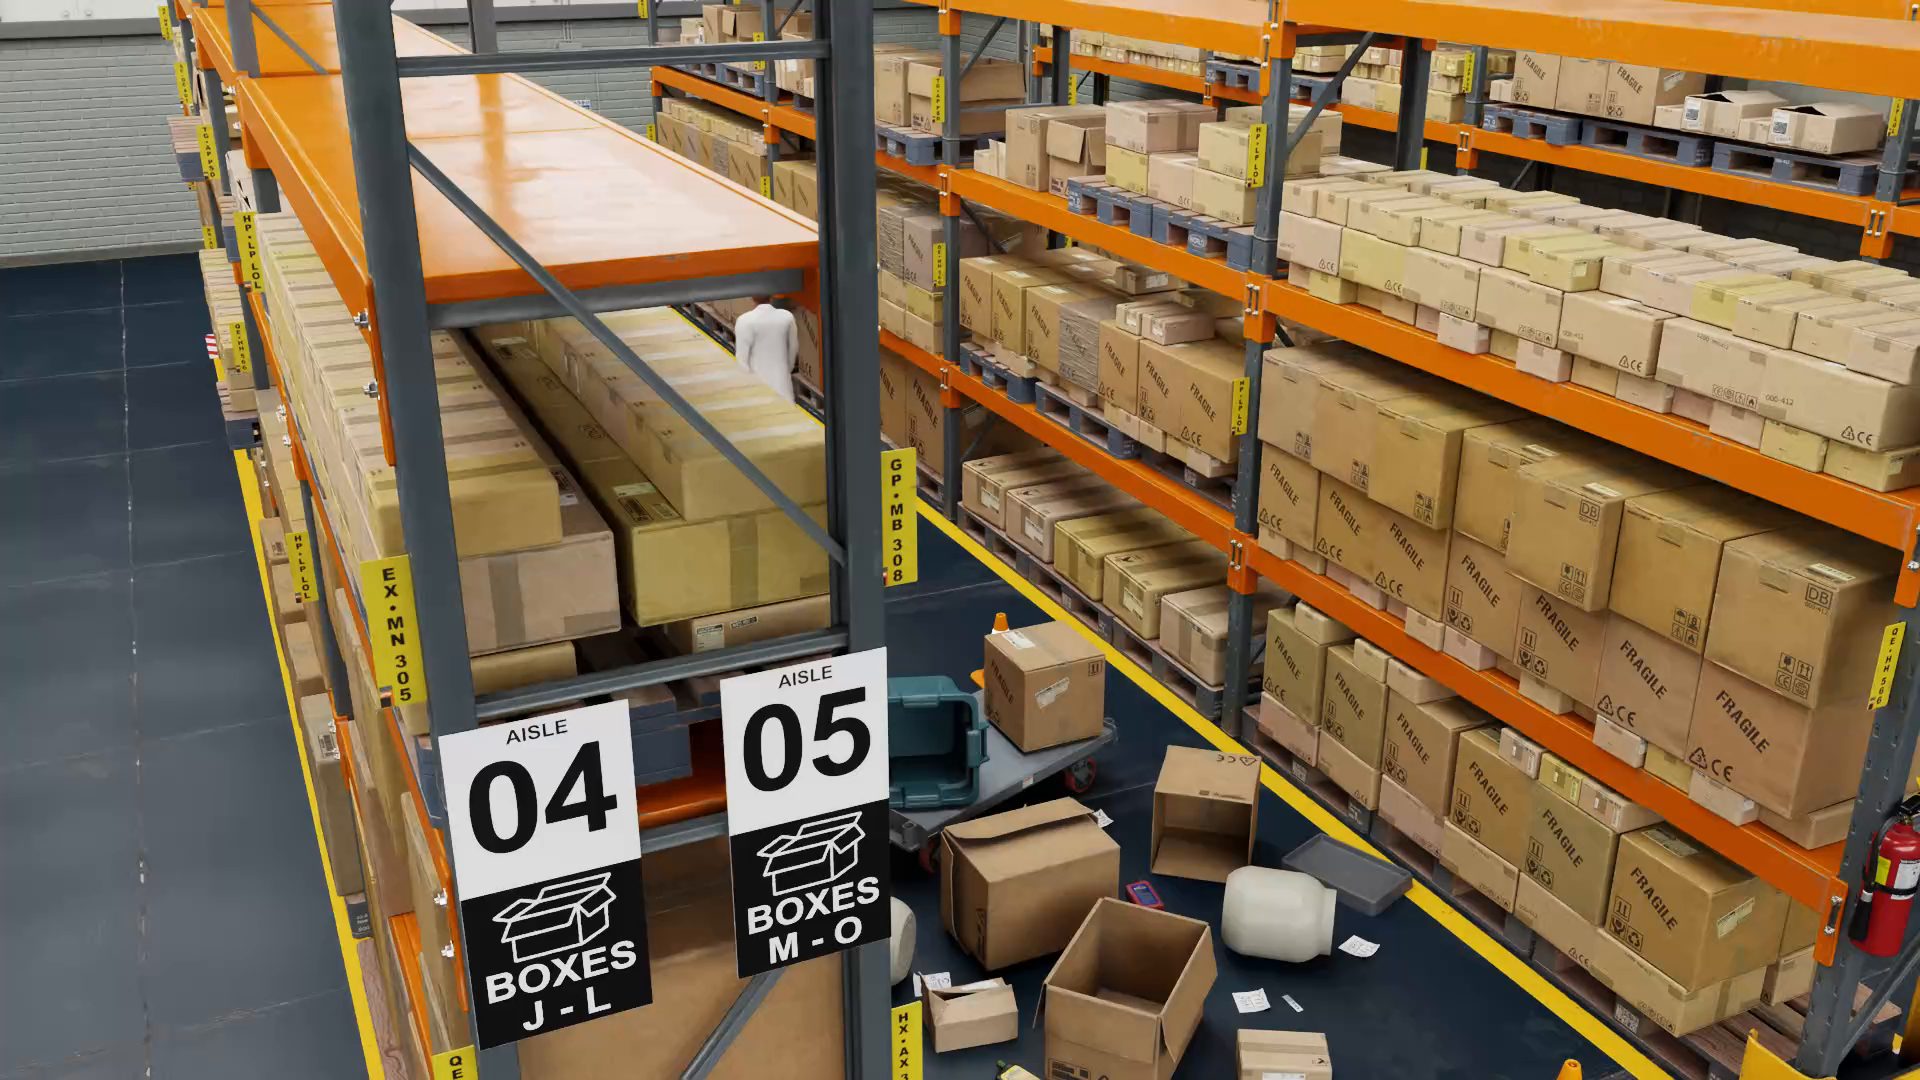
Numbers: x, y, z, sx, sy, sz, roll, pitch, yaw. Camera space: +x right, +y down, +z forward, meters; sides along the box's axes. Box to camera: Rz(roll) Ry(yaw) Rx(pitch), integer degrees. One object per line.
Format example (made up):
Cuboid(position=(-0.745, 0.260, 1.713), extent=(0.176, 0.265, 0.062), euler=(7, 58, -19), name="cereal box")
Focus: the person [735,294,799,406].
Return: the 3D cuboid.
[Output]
Cuboid(position=(-1.645, -1.348, 13.943), extent=(0.640, 1.724, 1.068), euler=(-9, 23, -21), name="person")
